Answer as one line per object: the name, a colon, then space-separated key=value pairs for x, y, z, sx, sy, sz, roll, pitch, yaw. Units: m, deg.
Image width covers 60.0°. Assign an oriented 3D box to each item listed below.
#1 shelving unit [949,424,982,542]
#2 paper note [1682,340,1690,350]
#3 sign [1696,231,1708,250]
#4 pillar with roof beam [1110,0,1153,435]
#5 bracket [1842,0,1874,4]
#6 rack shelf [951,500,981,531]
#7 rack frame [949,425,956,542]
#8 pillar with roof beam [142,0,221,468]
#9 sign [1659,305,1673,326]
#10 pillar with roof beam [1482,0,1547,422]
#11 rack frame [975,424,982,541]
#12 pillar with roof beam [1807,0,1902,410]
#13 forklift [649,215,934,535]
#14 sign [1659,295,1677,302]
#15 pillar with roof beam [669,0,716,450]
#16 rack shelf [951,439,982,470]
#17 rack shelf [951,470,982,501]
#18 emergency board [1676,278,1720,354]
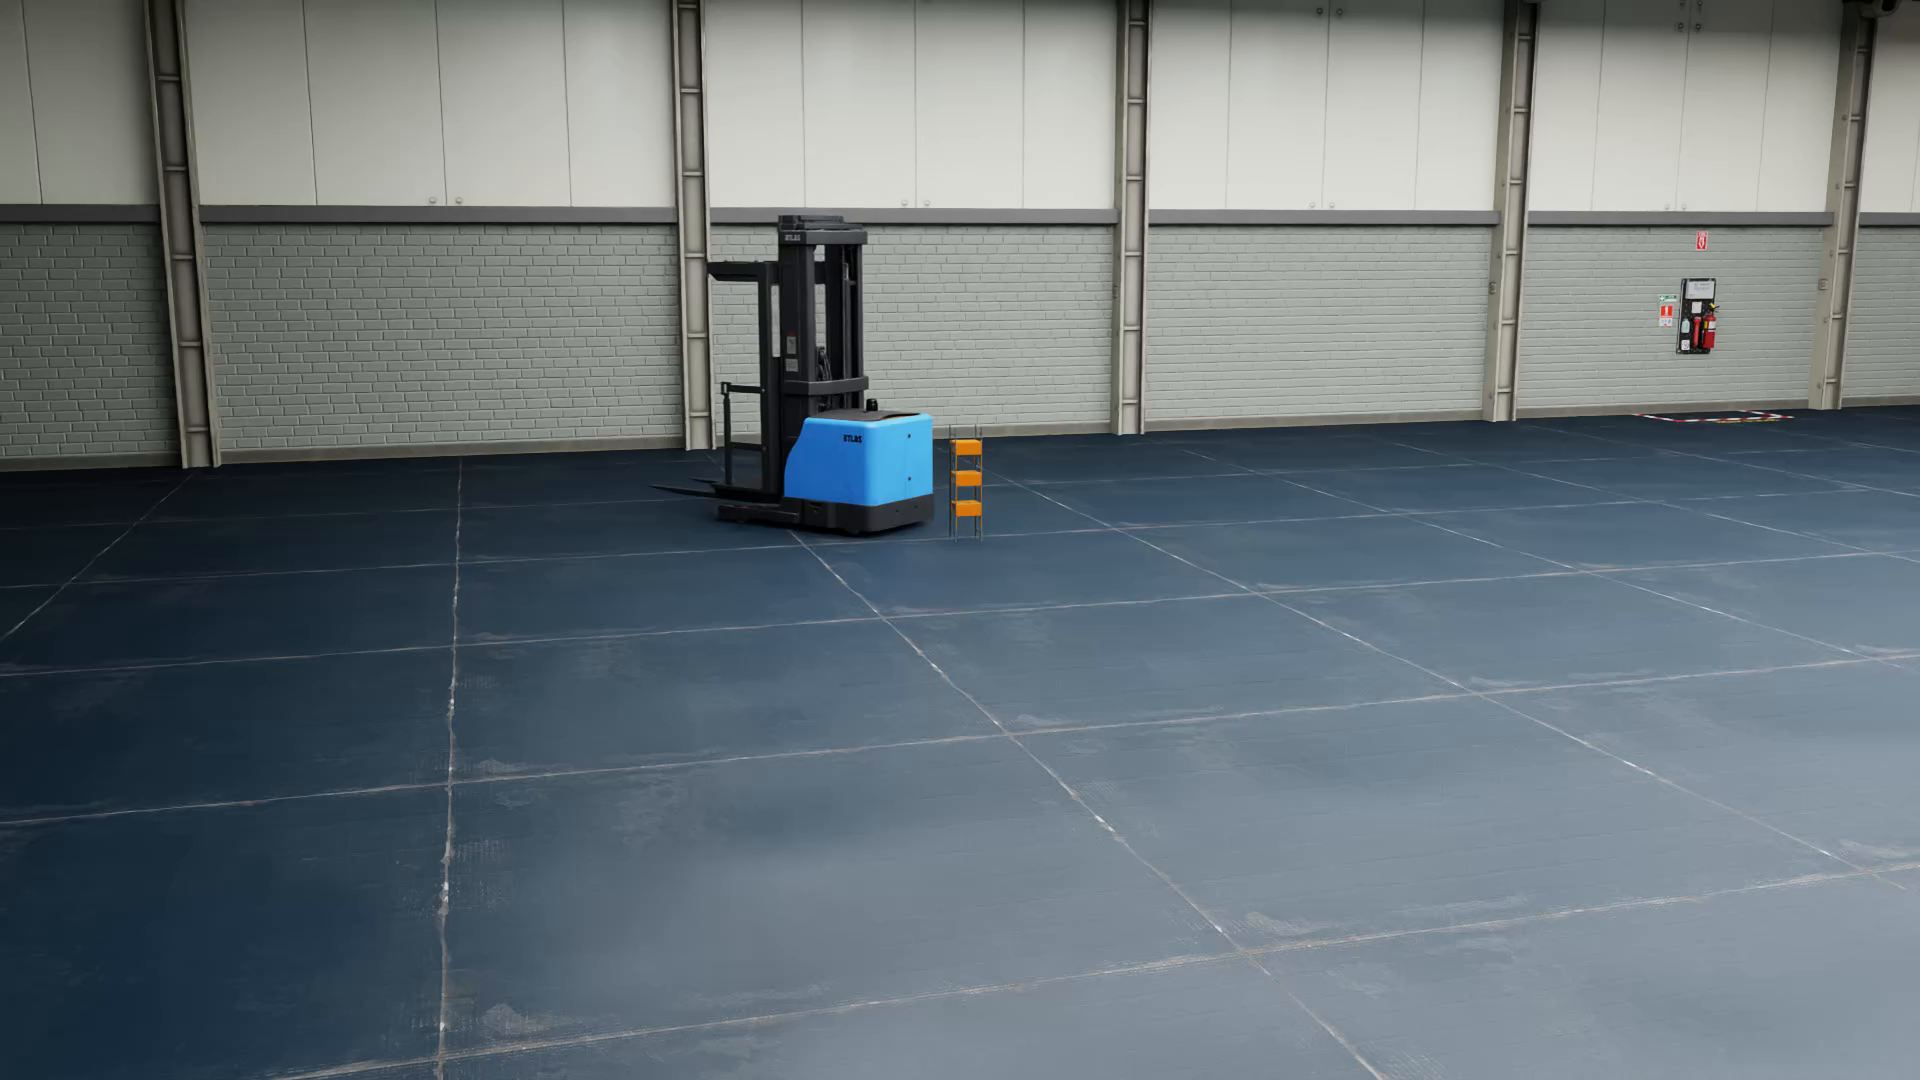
shelving unit: x=0.051 y=-0.519 z=15.170 sx=0.252 sy=1.050 sz=0.215 roll=-3 pitch=11 yaw=-16
paper note: x=11.302 y=-3.037 z=25.894 sx=0.142 sy=0.148 sz=0.016 roll=-3 pitch=11 yaw=-16
sign: x=11.456 y=-4.624 z=25.679 sx=0.199 sy=0.298 sz=0.001 roll=-3 pitch=11 yaw=-16
pillar with roof beam: x=3.556 y=-5.180 z=18.534 sx=0.400 sy=9.000 sz=9.100 roll=-3 pitch=11 yaw=-16
bracket: x=13.576 y=-8.223 z=25.122 sx=0.430 sy=0.232 sz=0.235 roll=-3 pitch=11 yaw=-16
rack shelf: x=0.051 y=-0.235 z=15.222 sx=0.240 sy=0.259 sz=0.215 roll=-3 pitch=11 yaw=-16
rack frame: x=-0.066 y=-0.513 z=15.136 sx=0.008 sy=1.050 sz=0.200 roll=-3 pitch=11 yaw=-16
pillar with roof beam: x=-7.965 y=-4.573 z=15.235 sx=0.400 sy=9.000 sz=9.100 roll=-3 pitch=11 yaw=-16
sign: x=10.932 y=-3.474 z=25.739 sx=0.234 sy=0.329 sz=0.001 roll=-3 pitch=11 yaw=-16
pillar with roof beam: x=9.317 y=-5.484 z=20.183 sx=0.548 sy=9.000 sz=9.100 roll=-3 pitch=11 yaw=-16
rack frame: x=0.169 y=-0.525 z=15.203 sx=0.008 sy=1.050 sz=0.200 roll=-3 pitch=11 yaw=-16
pillar with roof beam: x=15.078 y=-5.787 z=21.832 sx=0.548 sy=9.000 sz=9.100 roll=-3 pitch=11 yaw=-16
forklift: x=-1.751 y=-1.672 z=16.236 sx=3.031 sy=2.935 sz=1.130 roll=7 pitch=13 yaw=34
sign: x=10.939 y=-3.734 z=25.684 sx=0.331 sy=0.109 sz=0.001 roll=-3 pitch=11 yaw=-16
pillar with roof beam: x=-2.205 y=-4.876 z=16.884 sx=0.400 sy=9.000 sz=9.100 roll=-3 pitch=11 yaw=-16
rack shelf: x=0.051 y=-0.788 z=15.120 sx=0.240 sy=0.259 sz=0.215 roll=-3 pitch=11 yaw=-16
rack shelf: x=0.051 y=-0.509 z=15.172 sx=0.240 sy=0.259 sz=0.215 roll=-3 pitch=11 yaw=-16
emergency board: x=11.491 y=-3.467 z=25.797 sx=0.643 sy=1.169 sz=0.194 roll=-3 pitch=11 yaw=-16
